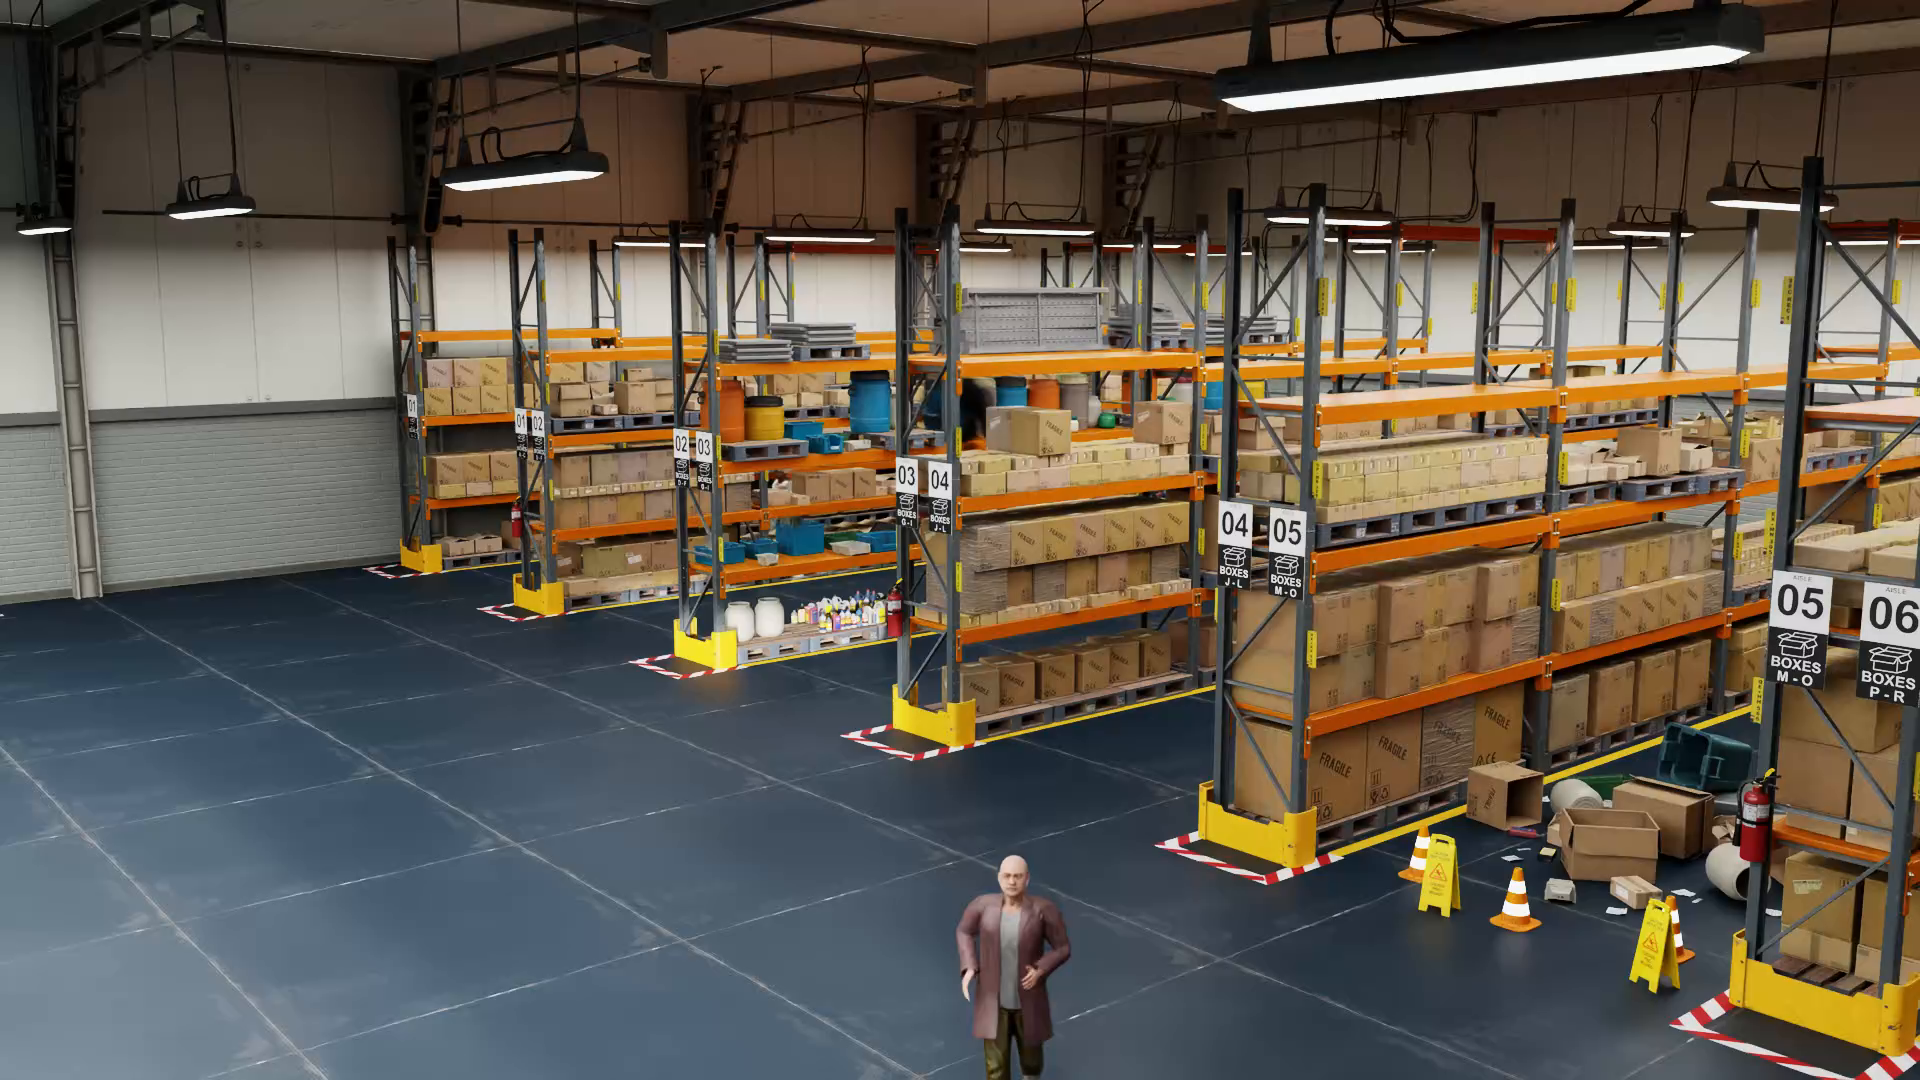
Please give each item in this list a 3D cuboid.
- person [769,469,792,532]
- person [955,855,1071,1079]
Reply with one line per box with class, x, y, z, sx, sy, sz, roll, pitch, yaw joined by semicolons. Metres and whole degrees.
person;-3.369;-0.533;31.405;0.941;1.762;0.696;-8;12;-42
person;0.311;2.768;10.121;0.720;1.745;0.897;1;9;7
